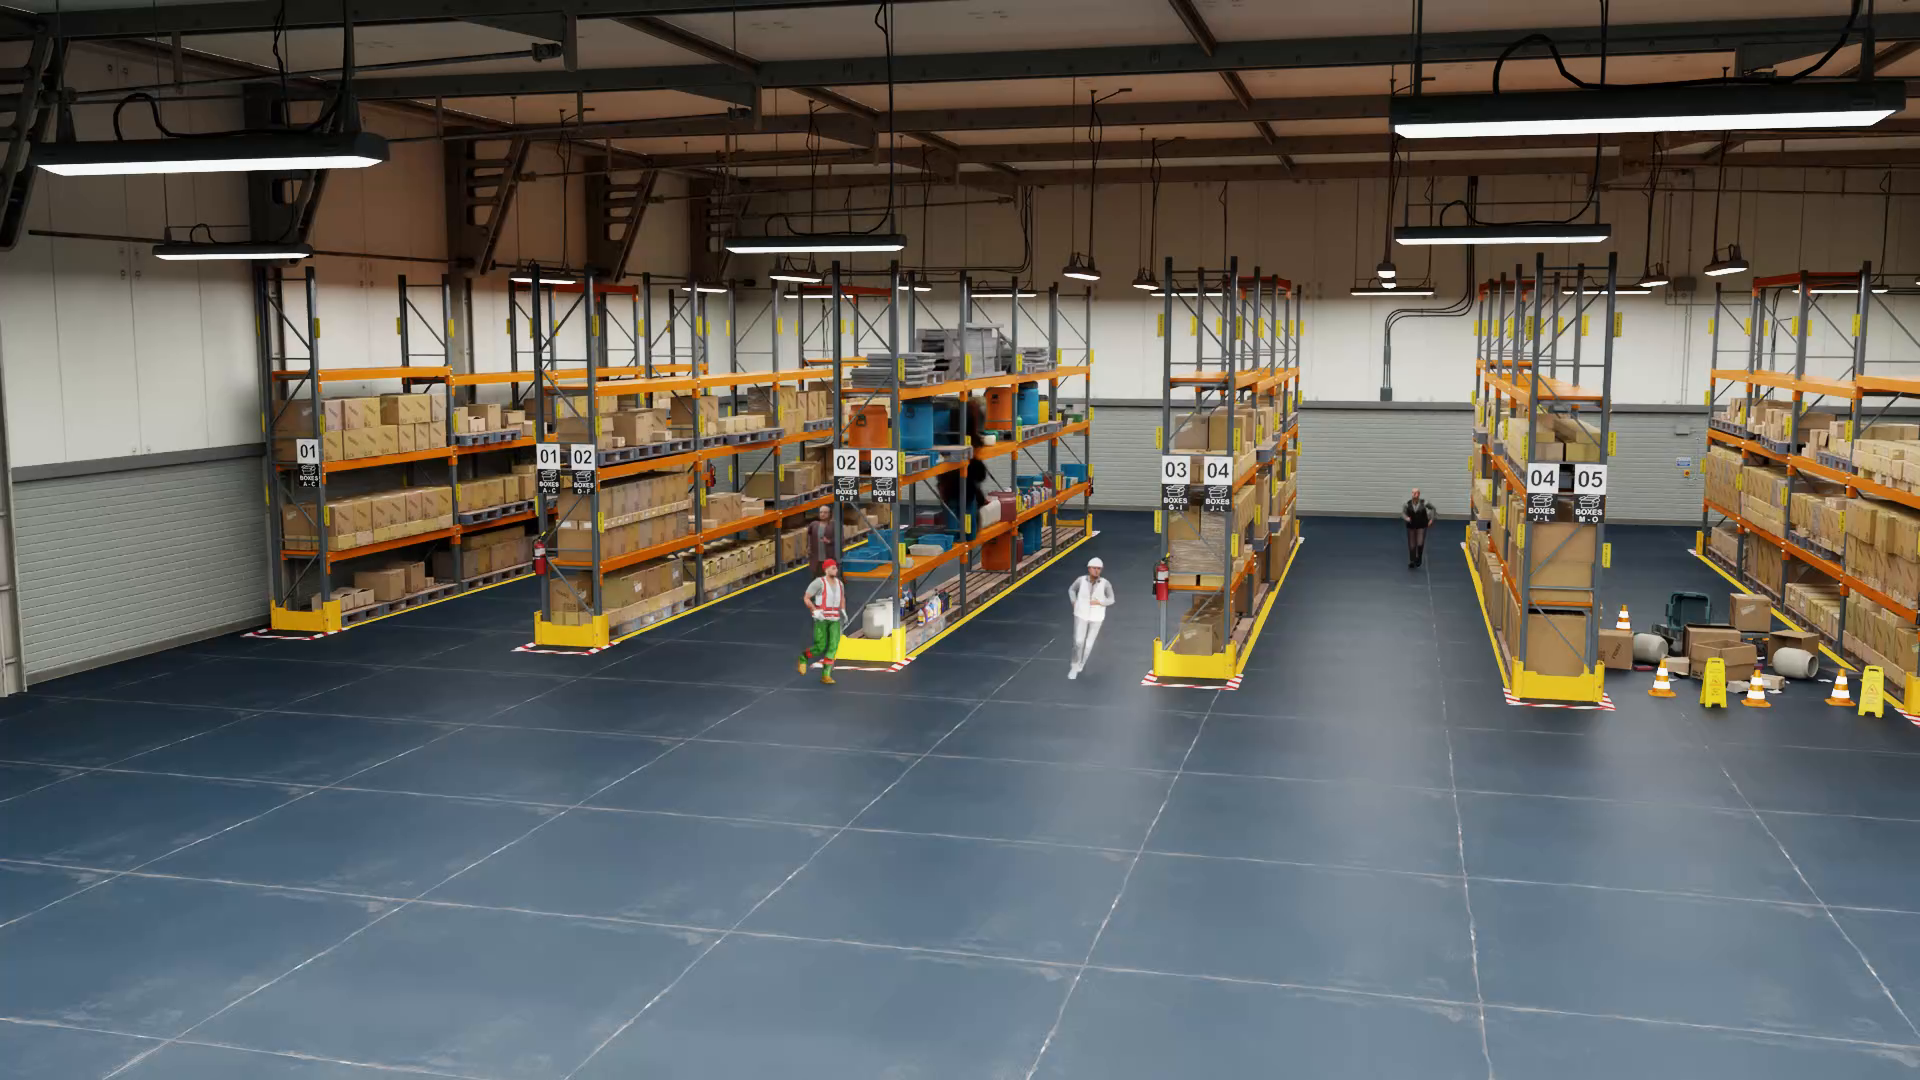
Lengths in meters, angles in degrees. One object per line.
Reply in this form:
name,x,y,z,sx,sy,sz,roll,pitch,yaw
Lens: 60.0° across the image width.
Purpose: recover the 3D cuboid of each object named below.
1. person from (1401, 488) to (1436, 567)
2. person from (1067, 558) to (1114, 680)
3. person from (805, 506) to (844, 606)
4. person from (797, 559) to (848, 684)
person,9.518,-0.240,34.630,0.674,1.670,0.789,3,8,23
person,1.879,1.126,23.965,0.671,1.781,0.707,0,7,0
person,-2.229,0.339,27.394,0.691,1.820,0.860,1,7,8
person,-1.910,1.129,23.783,0.722,1.745,0.735,-7,10,-43
